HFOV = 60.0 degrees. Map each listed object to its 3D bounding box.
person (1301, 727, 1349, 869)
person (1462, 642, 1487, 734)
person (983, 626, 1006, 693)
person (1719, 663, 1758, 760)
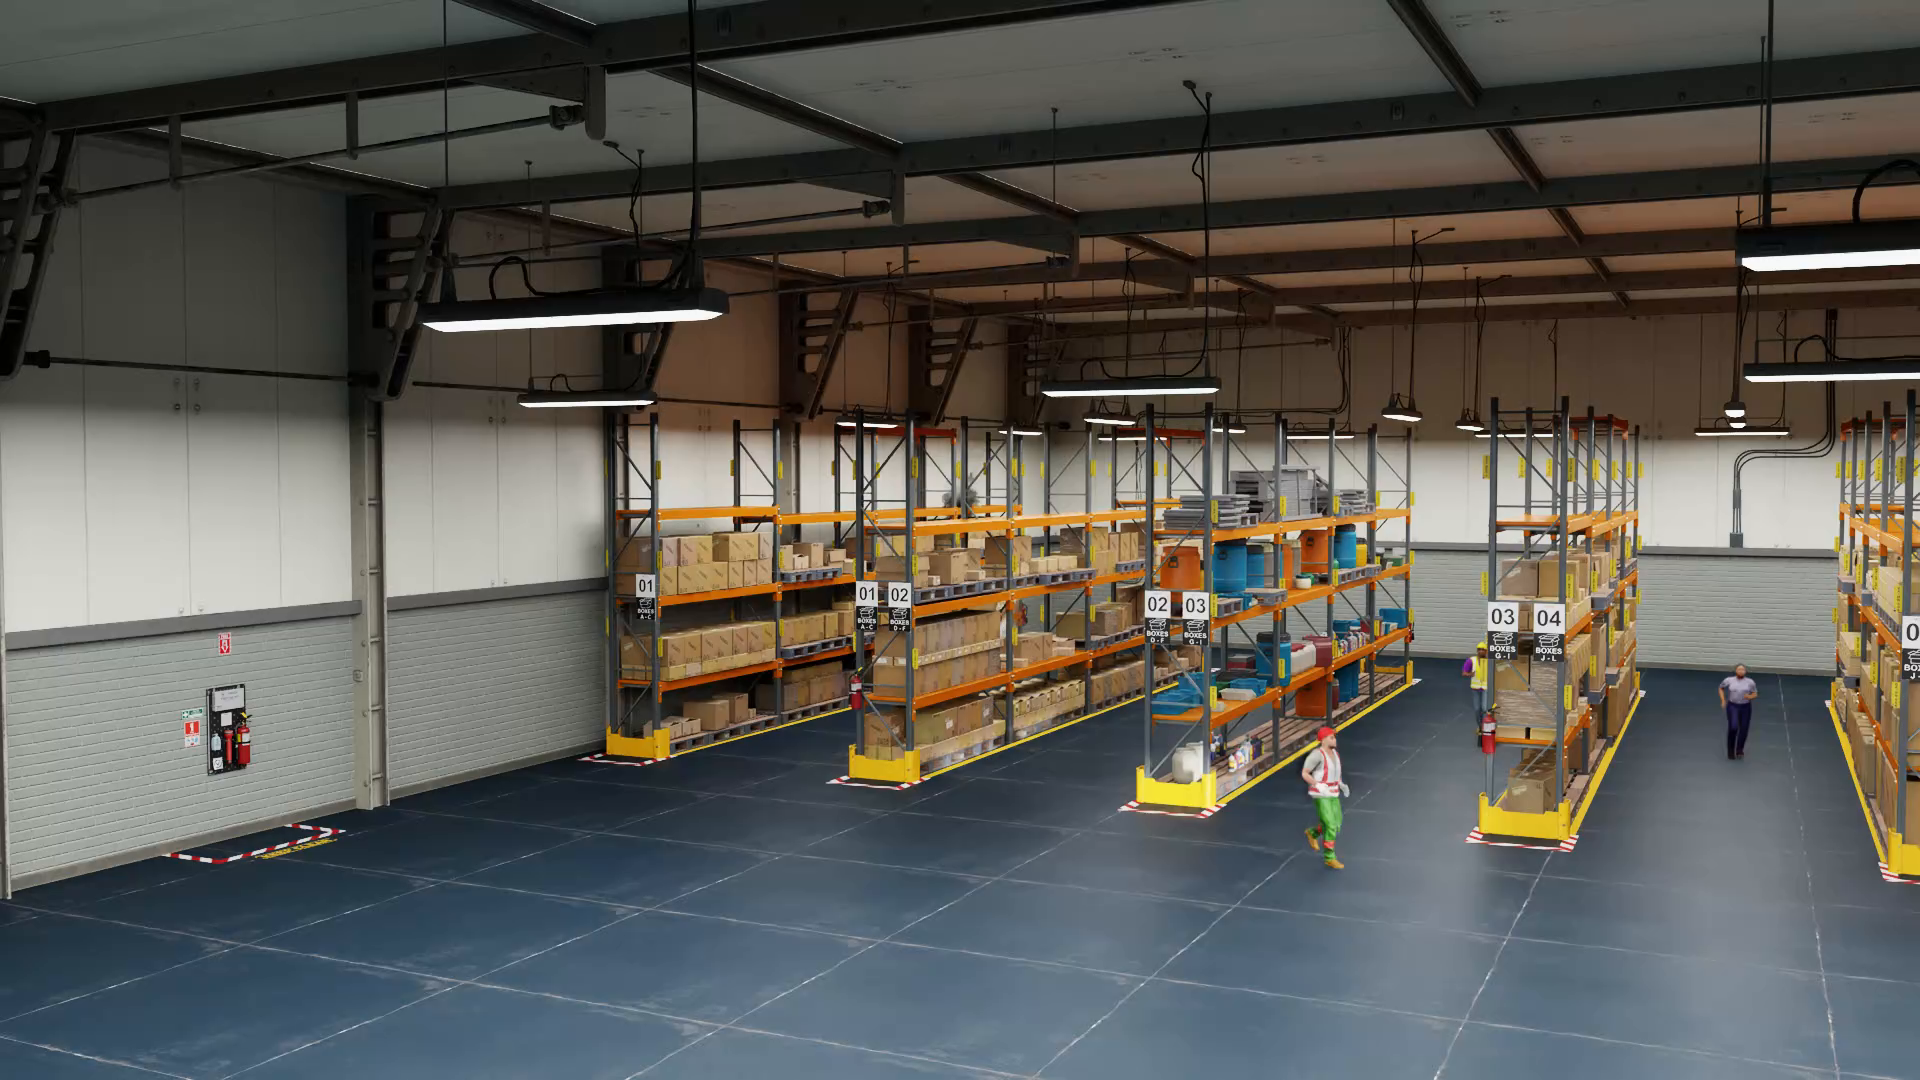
[{"bbox_3d":[4.582,3.242,21.092,0.653,1.761,0.715,-2,3,-39],"label":"person"},{"bbox_3d":[9.715,2.813,30.987,0.689,1.841,0.810,1,3,26],"label":"person"},{"bbox_3d":[0.738,2.533,37.419,0.648,1.835,0.700,1,3,20],"label":"person"},{"bbox_3d":[13.486,2.983,28.792,0.574,1.667,0.698,1,2,14],"label":"person"}]
